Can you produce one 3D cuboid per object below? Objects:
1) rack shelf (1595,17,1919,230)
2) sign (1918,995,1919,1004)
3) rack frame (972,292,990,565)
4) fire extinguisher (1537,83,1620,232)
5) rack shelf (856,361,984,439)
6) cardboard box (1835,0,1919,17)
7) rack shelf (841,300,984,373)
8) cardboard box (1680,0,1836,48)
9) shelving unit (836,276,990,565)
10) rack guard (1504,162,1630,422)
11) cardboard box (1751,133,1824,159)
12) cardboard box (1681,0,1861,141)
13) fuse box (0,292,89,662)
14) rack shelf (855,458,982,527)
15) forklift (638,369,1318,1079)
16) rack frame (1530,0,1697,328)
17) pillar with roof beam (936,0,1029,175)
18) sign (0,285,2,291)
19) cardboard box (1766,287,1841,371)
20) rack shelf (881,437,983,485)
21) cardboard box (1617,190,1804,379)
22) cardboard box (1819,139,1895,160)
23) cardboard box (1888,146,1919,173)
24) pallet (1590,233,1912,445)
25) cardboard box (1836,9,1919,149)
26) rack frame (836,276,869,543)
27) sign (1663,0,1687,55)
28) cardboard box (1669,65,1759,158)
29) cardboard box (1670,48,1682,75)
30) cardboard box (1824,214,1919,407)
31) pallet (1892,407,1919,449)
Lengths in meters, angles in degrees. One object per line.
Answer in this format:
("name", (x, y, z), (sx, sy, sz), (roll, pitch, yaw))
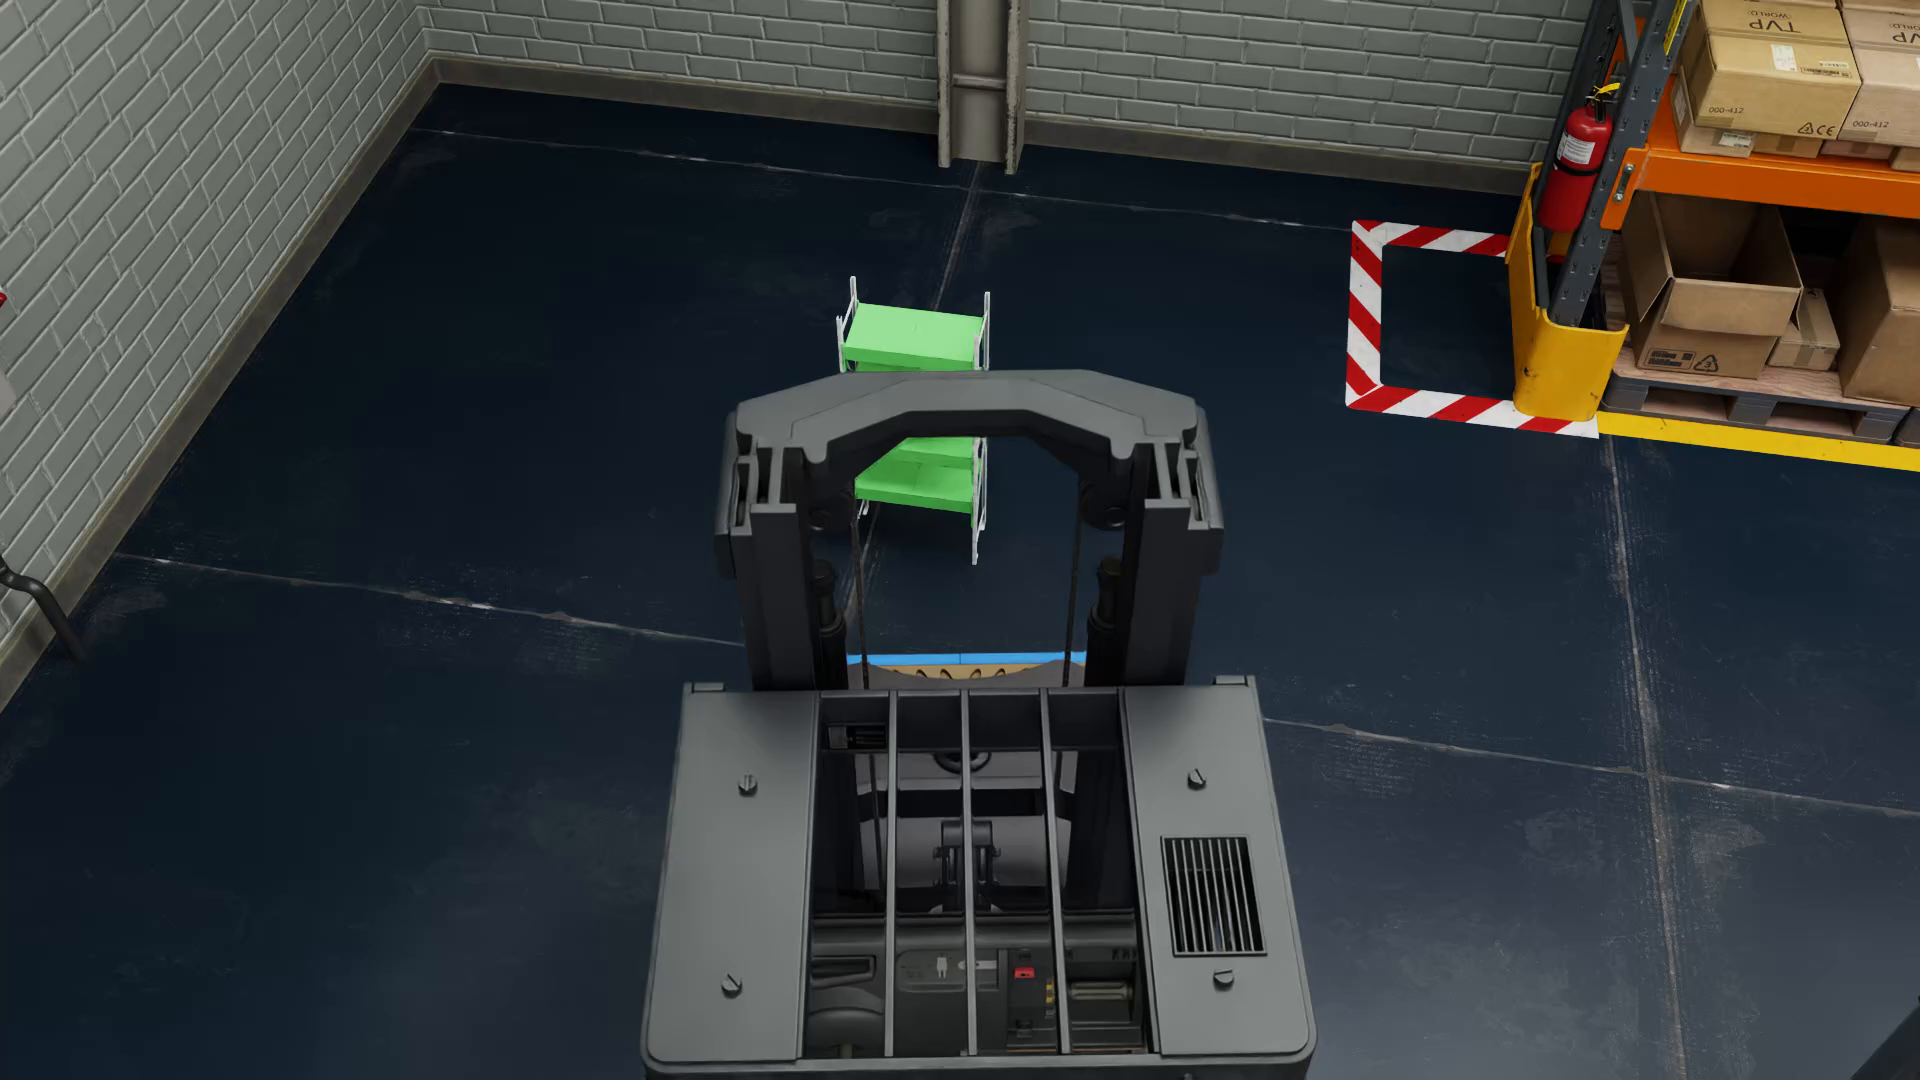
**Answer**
("rack shelf", (4.571, -1.460, 6.501), (4.000, 0.370, 1.077), (8, 49, 7))
("sign", (1.834, 0.807, 3.042), (0.005, 0.325, 0.100), (8, 49, 7))
("rack frame", (0.077, -0.391, 6.266), (0.015, 1.200, 0.240), (8, 49, 7))
("fire extinguisher", (2.376, -1.496, 6.352), (0.183, 0.674, 0.296), (8, 49, 7))
("rack shelf", (-0.163, -0.541, 6.164), (0.480, 0.148, 0.258), (8, 49, 7))
("cardboard box", (3.610, -2.079, 6.474), (0.500, 0.250, 0.500), (8, 49, 7))
("rack shelf", (-0.163, -0.701, 5.986), (0.480, 0.148, 0.258), (8, 49, 7))
("cardboard box", (3.103, -2.148, 6.536), (0.500, 0.250, 0.500), (9, 49, 8))
("shelving unit", (-0.163, -0.423, 6.295), (0.503, 1.200, 0.258), (8, 49, 7))
("rack guard", (2.678, -1.119, 7.392), (0.348, 0.500, 1.175), (8, 49, 7))
("cardboard box", (3.136, -1.637, 6.345), (0.250, 0.149, 0.380), (9, 49, 8))
("cardboard box", (3.002, -1.757, 6.185), (0.500, 0.250, 0.500), (8, 49, 7))
("fuse box", (-3.312, -0.148, 5.704), (0.414, 1.711, 0.539), (8, 49, 7))
("rack shelf", (-0.163, -0.220, 6.521), (0.480, 0.148, 0.258), (8, 49, 7))
("forklift", (0.024, 1.175, 3.695), (1.130, 2.935, 3.031), (-1, 48, -1))
("rack frame", (2.603, -1.965, 6.471), (0.127, 3.000, 1.000), (8, 49, 7))
("pillar with roof beam", (-0.656, -1.835, 2.321), (0.400, 9.000, 9.100), (8, 49, 7))
("sign", (-3.428, -0.936, 5.610), (0.001, 0.494, 0.329), (8, 49, 7))
("cardboard box", (3.599, -0.917, 7.164), (0.250, 0.149, 0.380), (6, 48, 5))
("rack shelf", (-0.163, -0.380, 6.343), (0.480, 0.148, 0.258), (8, 49, 7))
("cardboard box", (3.188, -1.121, 7.108), (0.637, 0.503, 0.797), (6, 48, 5))
("cardboard box", (3.401, -1.628, 6.337), (0.250, 0.149, 0.380), (7, 48, 6))
("cardboard box", (3.639, -1.549, 6.266), (0.250, 0.149, 0.380), (9, 49, 8))
("pallet", (3.462, -0.918, 7.405), (1.213, 0.211, 1.003), (8, 49, 7))
("cardboard box", (3.498, -1.690, 6.125), (0.500, 0.250, 0.500), (8, 49, 7))
("rack frame", (-0.403, -0.455, 6.324), (0.015, 1.200, 0.240), (8, 49, 7))
("sign", (2.507, -1.857, 5.792), (0.005, 0.325, 0.100), (8, 49, 7))
("cardboard box", (2.878, -1.637, 6.345), (0.250, 0.149, 0.380), (7, 48, 7))
("cardboard box", (2.977, -2.034, 6.702), (0.250, 0.149, 0.380), (7, 48, 6))
("cardboard box", (4.022, -0.978, 6.982), (0.500, 0.500, 0.700), (9, 49, 8))
("pallet", (4.659, -0.755, 7.259), (1.213, 0.211, 1.003), (8, 49, 7))
